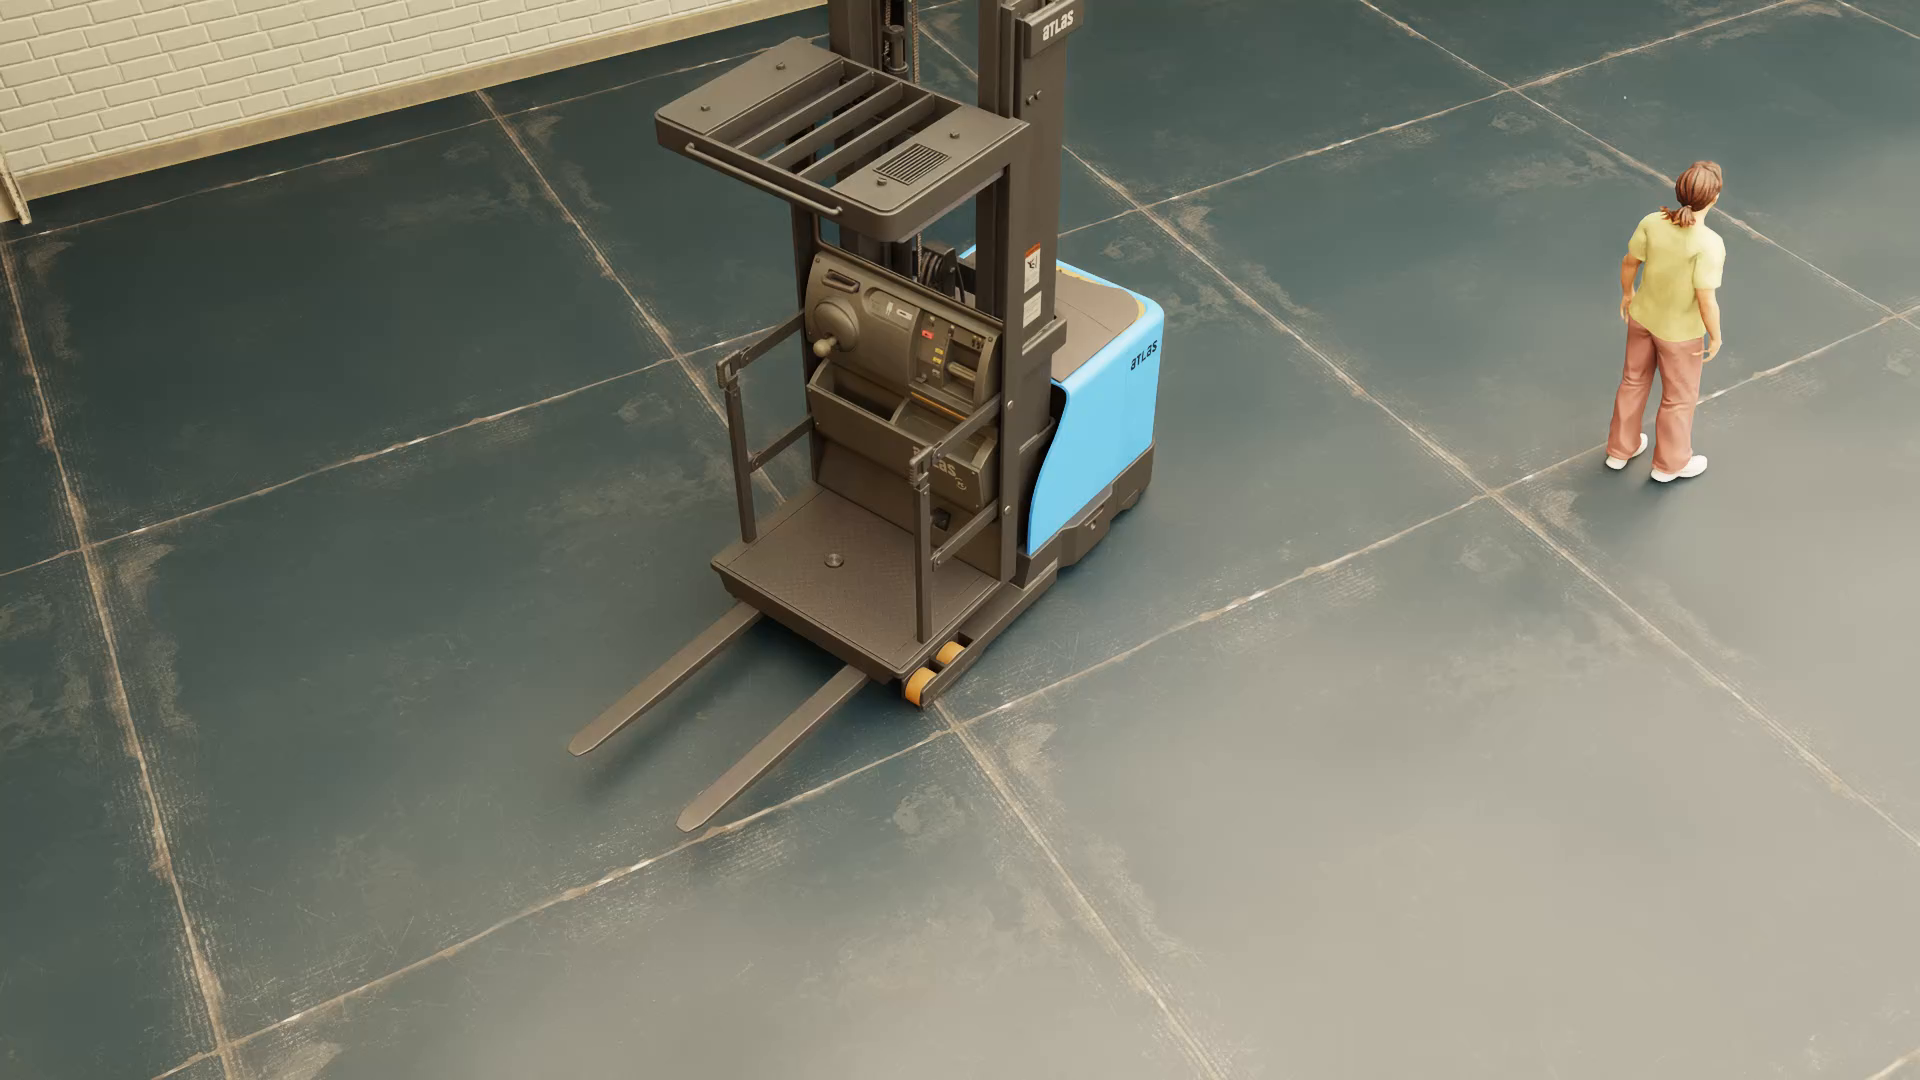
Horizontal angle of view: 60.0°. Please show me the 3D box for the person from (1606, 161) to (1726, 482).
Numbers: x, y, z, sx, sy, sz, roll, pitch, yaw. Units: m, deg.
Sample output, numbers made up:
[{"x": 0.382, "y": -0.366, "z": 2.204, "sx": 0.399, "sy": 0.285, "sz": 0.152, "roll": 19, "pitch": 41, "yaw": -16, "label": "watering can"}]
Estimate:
[{"x": 3.325, "y": -1.019, "z": 7.709, "sx": 0.548, "sy": 1.673, "sz": 0.554, "roll": -24, "pitch": 48, "yaw": -23, "label": "person"}]

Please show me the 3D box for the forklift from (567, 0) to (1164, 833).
[{"x": -0.375, "y": -0.749, "z": 6.505, "sx": 1.130, "sy": 2.935, "sz": 3.031, "roll": 28, "pitch": 50, "yaw": 27, "label": "forklift"}]
